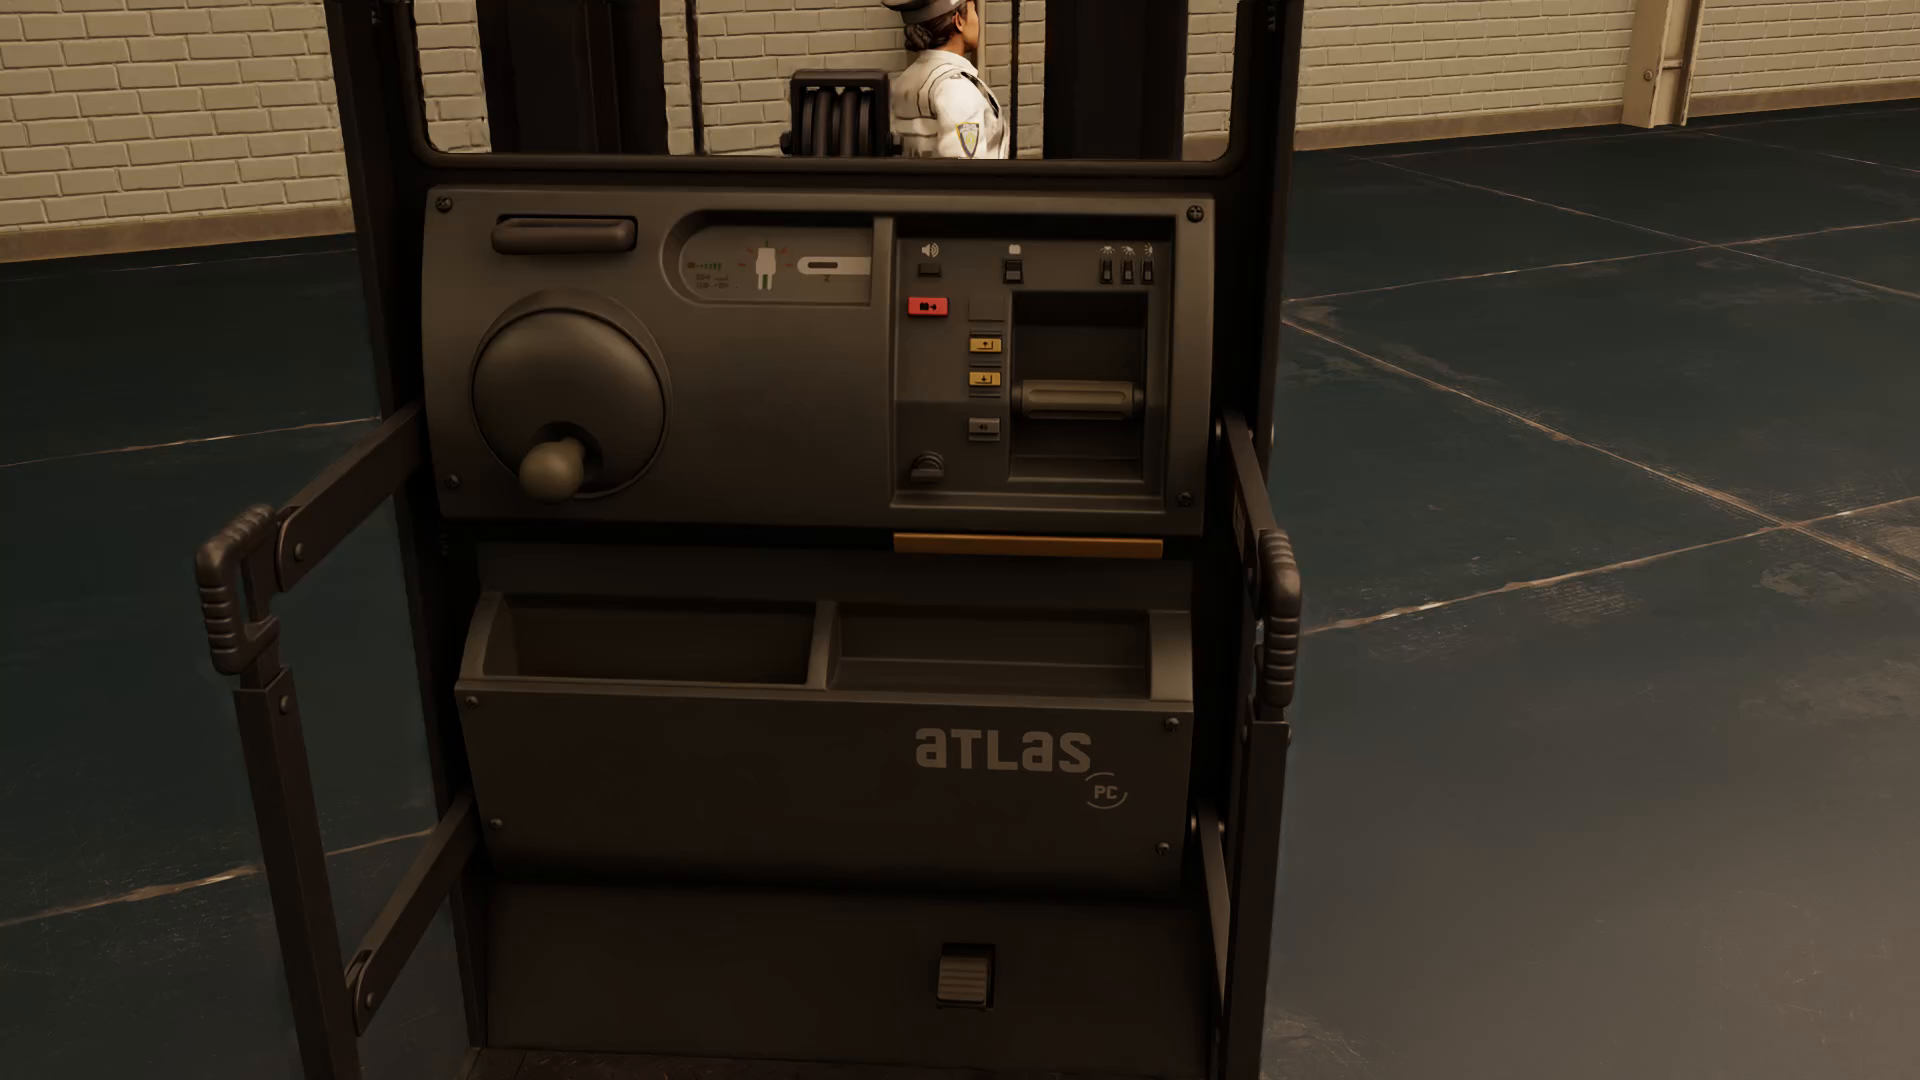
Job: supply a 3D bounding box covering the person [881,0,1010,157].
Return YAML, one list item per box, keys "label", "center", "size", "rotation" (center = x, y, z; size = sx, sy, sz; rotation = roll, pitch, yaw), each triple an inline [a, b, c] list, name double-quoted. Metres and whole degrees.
- label: "person"
  center: [0.065, -0.798, 4.800]
  size: [0.531, 1.695, 0.588]
  rotation: [-10, 25, -23]

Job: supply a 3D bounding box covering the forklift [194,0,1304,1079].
- label: "forklift"
  center: [-0.183, -0.197, 1.761]
  size: [1.130, 2.935, 3.031]
  rotation: [1, 23, 3]
